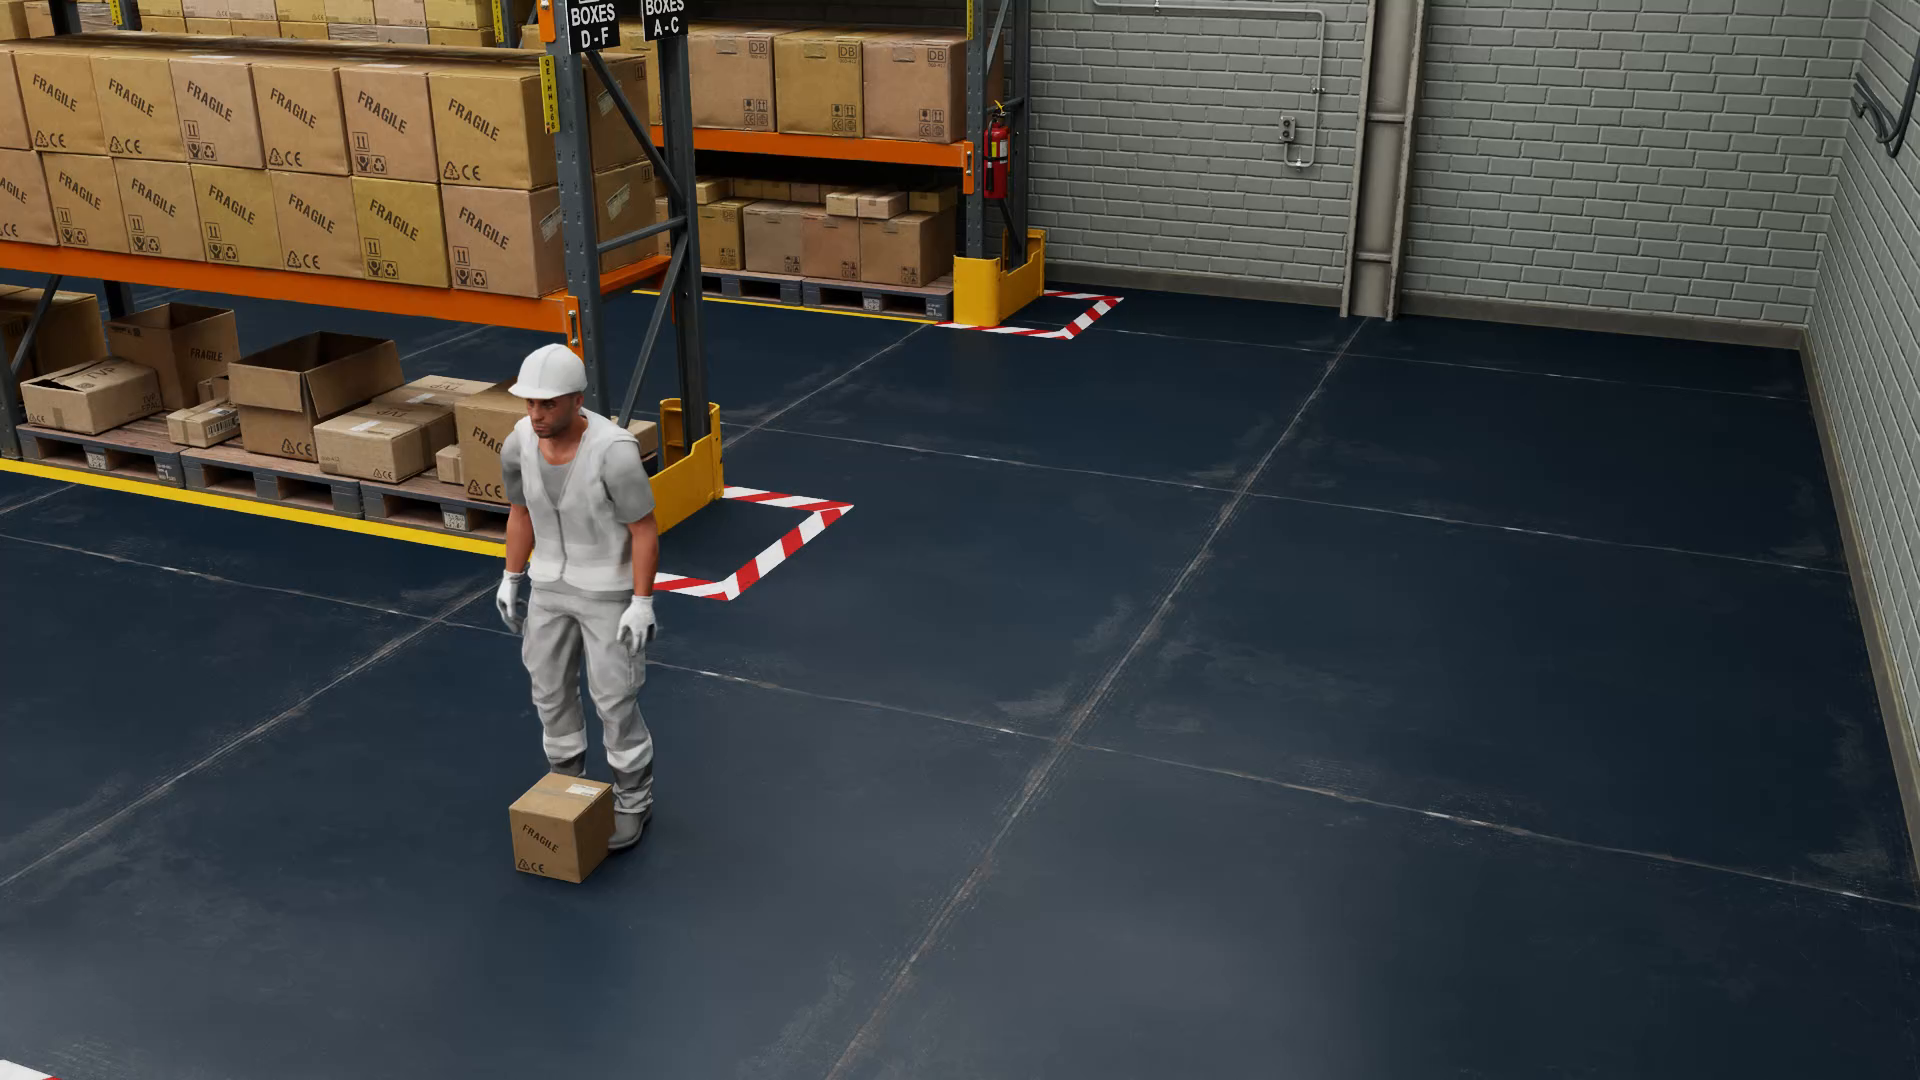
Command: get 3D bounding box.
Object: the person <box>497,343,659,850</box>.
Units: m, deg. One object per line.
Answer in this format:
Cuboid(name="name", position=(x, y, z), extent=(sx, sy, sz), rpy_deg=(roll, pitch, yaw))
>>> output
Cuboid(name="person", position=(-1.282, 0.193, 5.595), extent=(0.609, 1.780, 0.448), rpy_deg=(9, 24, 21))
